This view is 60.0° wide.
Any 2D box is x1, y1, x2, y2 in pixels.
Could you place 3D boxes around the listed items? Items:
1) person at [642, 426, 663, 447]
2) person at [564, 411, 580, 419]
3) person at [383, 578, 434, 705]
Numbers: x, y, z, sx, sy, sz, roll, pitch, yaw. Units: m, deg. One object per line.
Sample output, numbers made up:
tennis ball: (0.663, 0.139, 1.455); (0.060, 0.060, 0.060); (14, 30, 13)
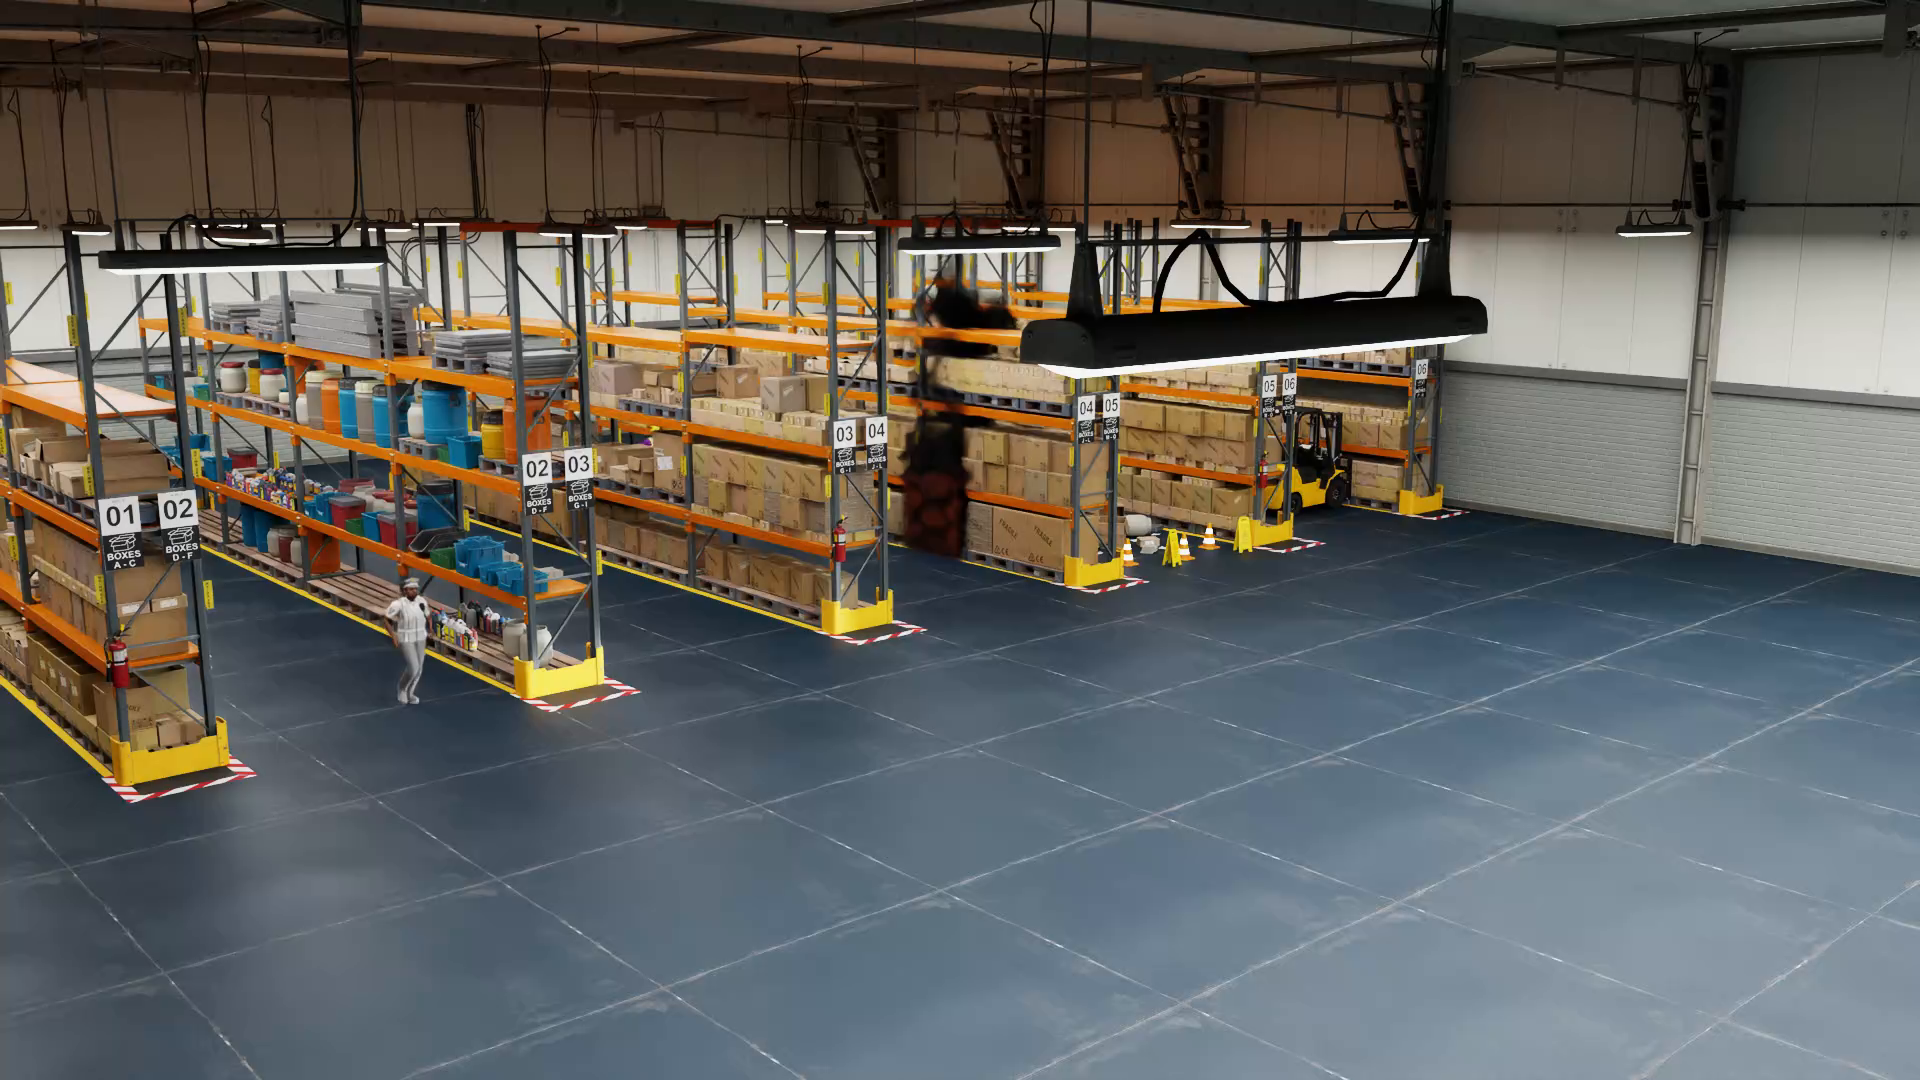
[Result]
person: (-6.368, -1.583, 35.238); (0.687, 1.734, 0.668); (-10, 15, -41)
person: (-9.454, -2.600, 40.447); (0.678, 1.714, 0.626); (9, 15, 38)
person: (-6.989, 1.293, 21.278); (0.586, 1.652, 0.584); (10, 15, 40)
